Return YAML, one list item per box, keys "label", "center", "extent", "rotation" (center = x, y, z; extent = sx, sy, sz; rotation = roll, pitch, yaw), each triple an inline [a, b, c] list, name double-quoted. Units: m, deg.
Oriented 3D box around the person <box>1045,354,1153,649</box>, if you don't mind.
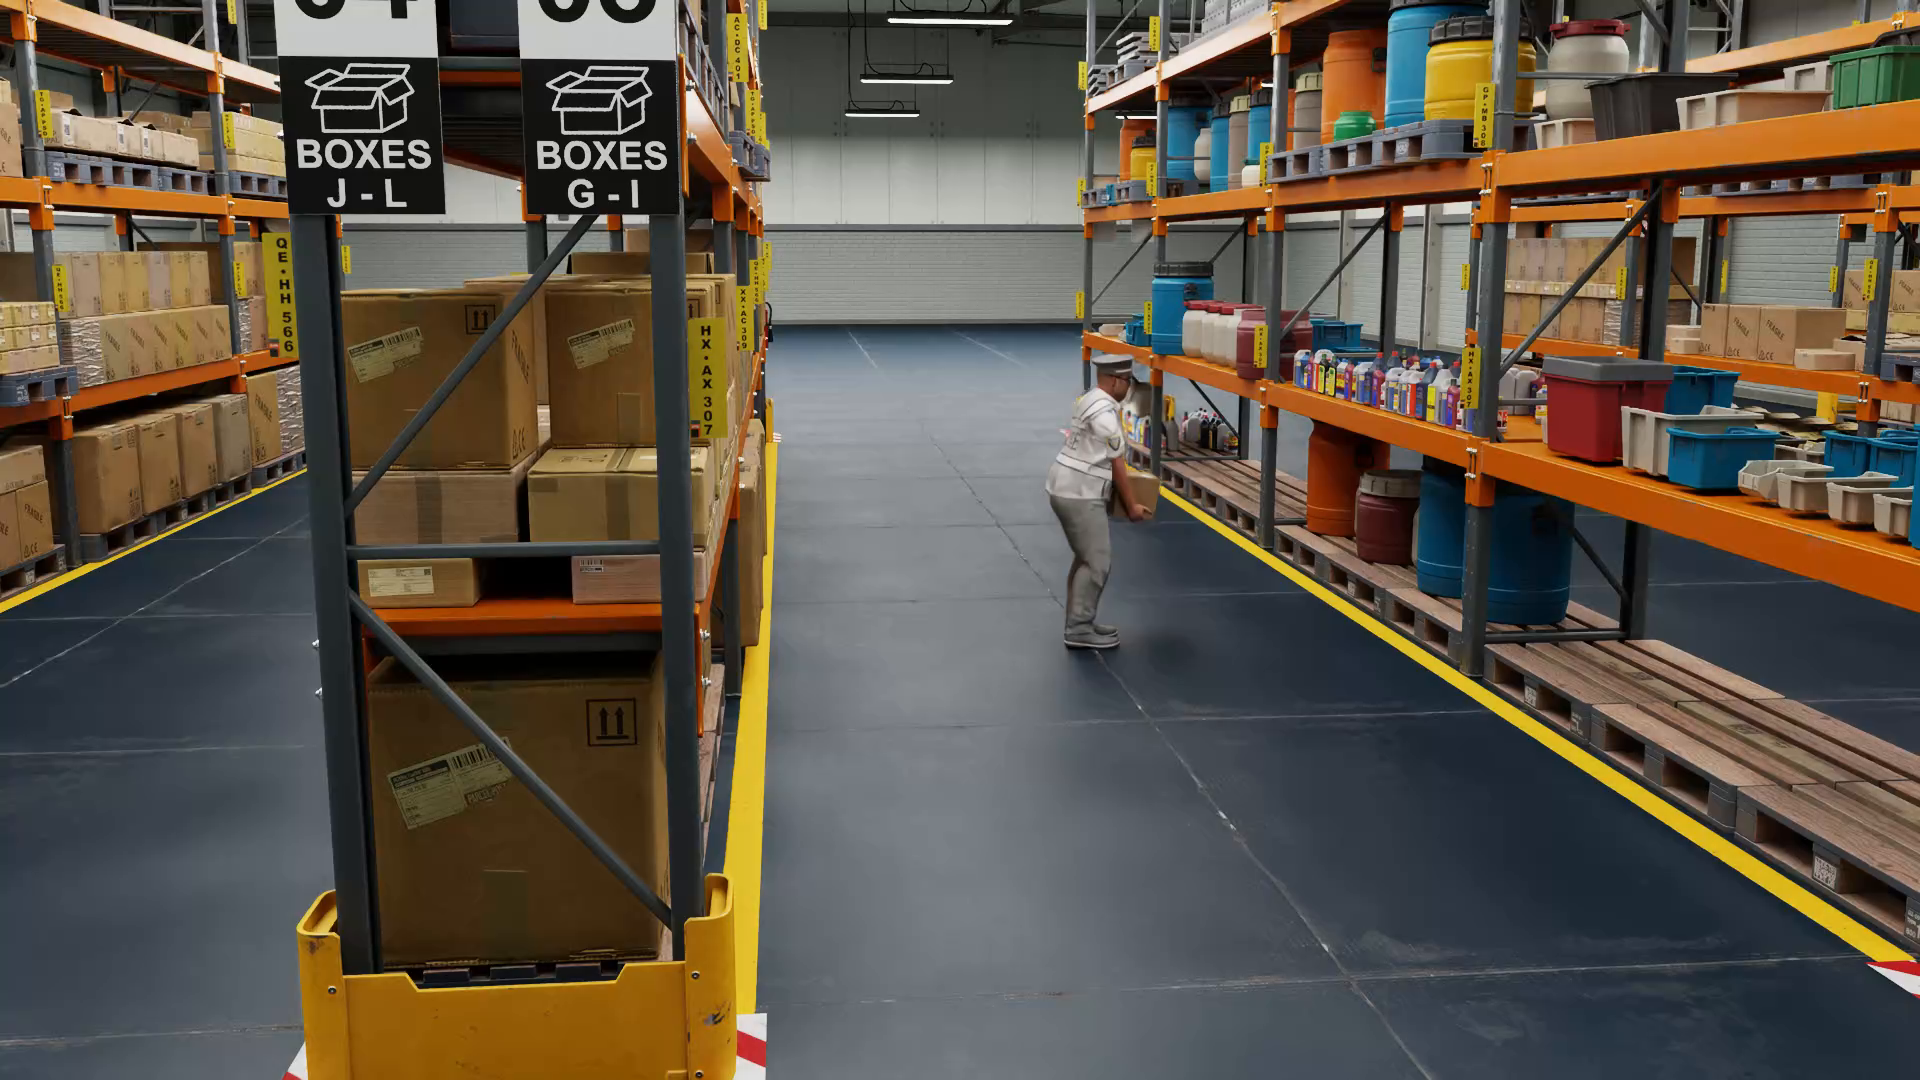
- label: "person"
  center: [0.813, -0.238, 9.851]
  extent: [0.604, 1.722, 0.478]
  rotation: [-1, 10, -7]
